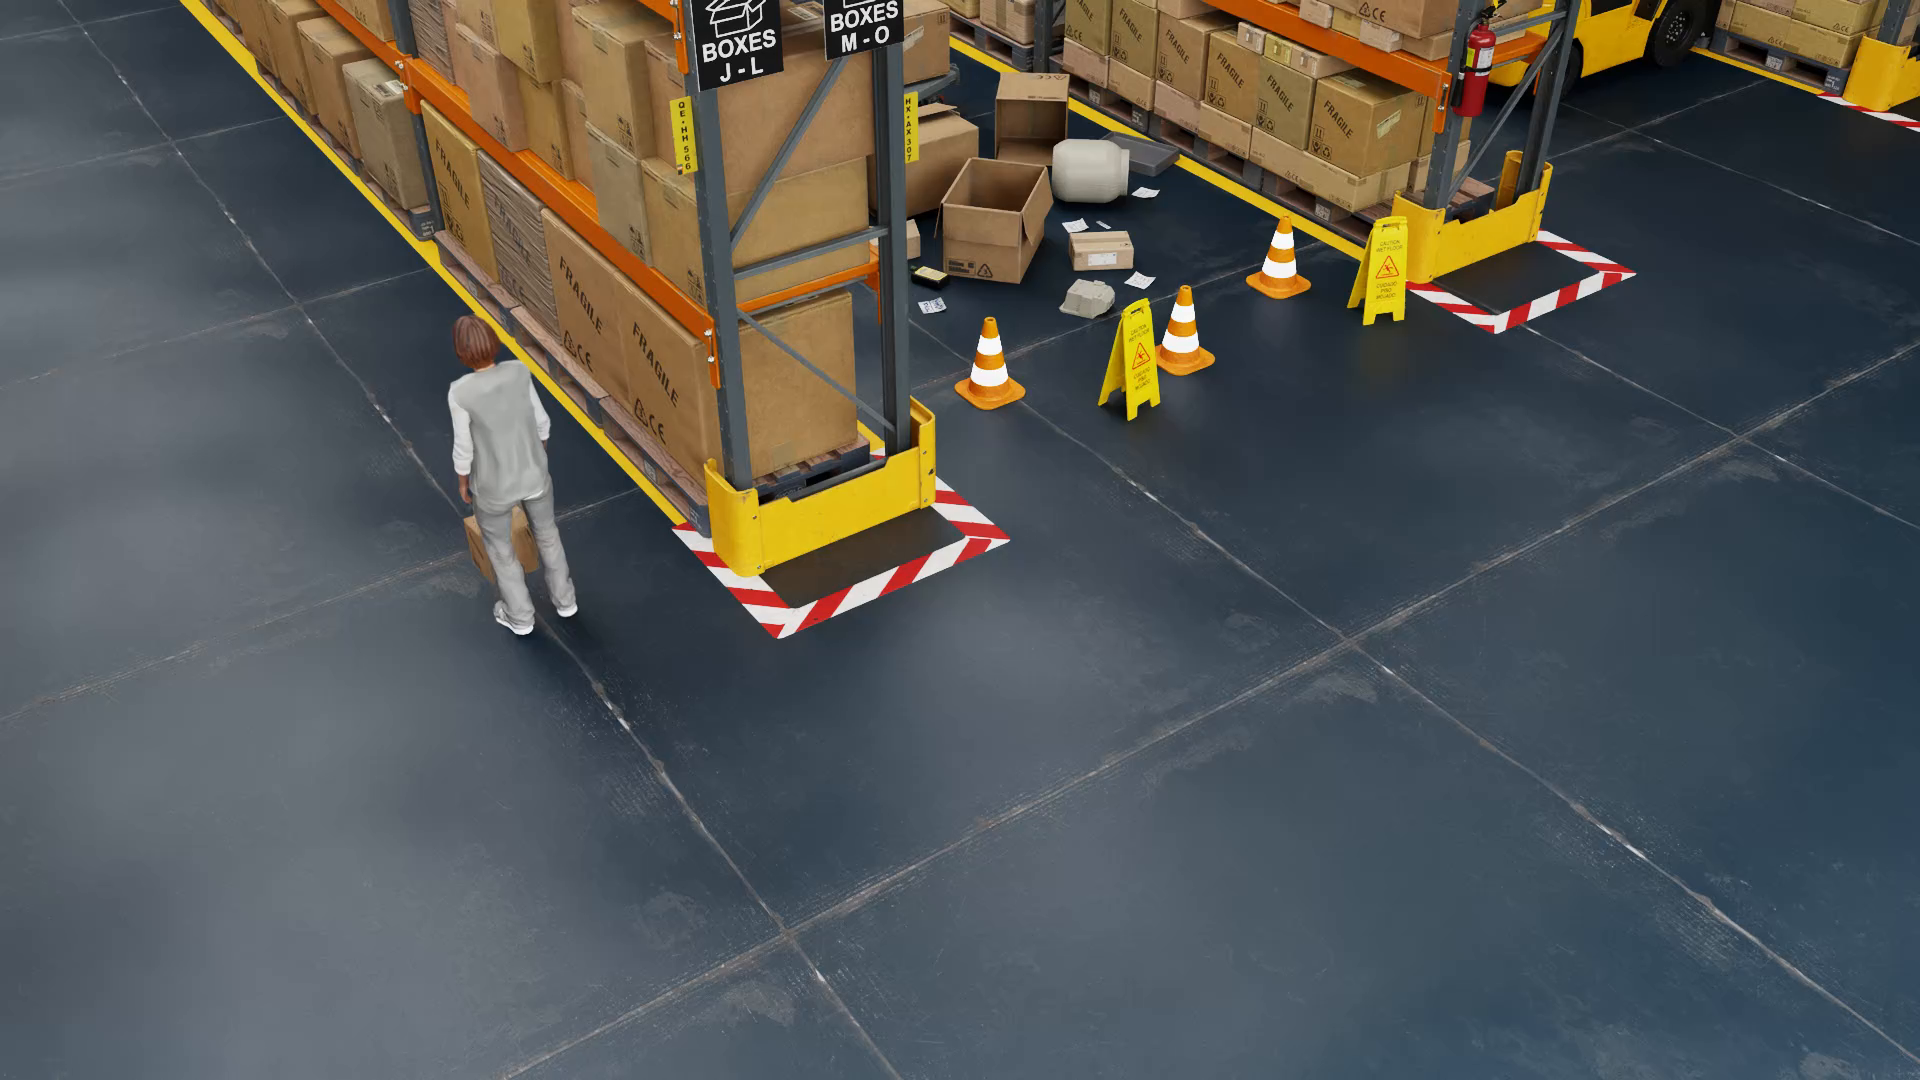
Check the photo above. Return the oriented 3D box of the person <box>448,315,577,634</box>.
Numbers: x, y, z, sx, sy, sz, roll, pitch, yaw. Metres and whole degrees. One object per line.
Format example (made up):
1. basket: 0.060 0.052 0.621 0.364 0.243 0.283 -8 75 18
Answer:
1. person: -1.997 -0.268 7.363 0.456 1.595 0.342 -24 43 -29
